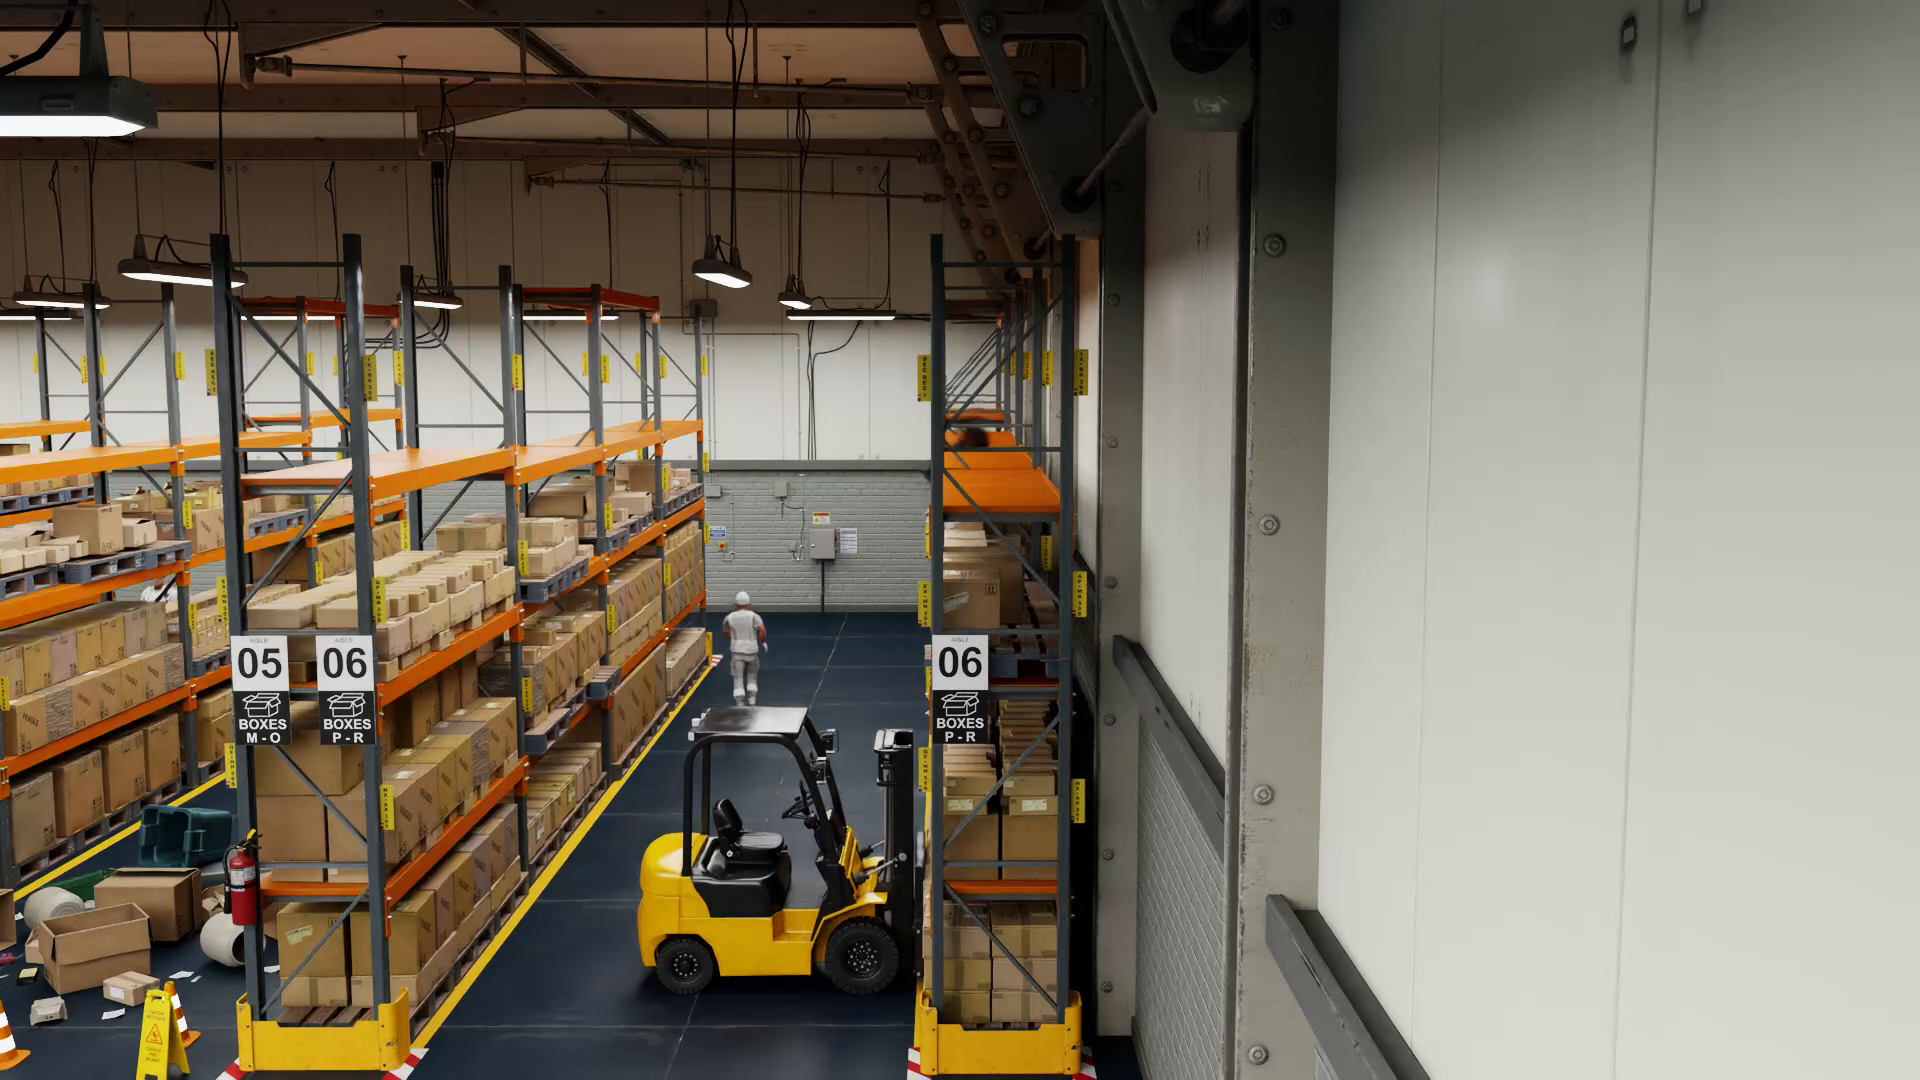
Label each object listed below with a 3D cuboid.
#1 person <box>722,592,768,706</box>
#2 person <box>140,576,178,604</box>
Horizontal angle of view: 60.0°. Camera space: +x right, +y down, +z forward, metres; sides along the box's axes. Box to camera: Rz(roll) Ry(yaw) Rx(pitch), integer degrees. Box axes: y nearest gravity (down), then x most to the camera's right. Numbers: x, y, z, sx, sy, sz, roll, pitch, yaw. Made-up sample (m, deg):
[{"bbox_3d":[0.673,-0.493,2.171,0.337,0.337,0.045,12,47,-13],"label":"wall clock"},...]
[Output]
[{"bbox_3d":[-3.077,1.652,23.795,0.650,1.844,0.774,-1,6,-7],"label":"person"},{"bbox_3d":[-12.787,1.336,26.583,0.658,1.758,0.980,-2,7,-16],"label":"person"}]
